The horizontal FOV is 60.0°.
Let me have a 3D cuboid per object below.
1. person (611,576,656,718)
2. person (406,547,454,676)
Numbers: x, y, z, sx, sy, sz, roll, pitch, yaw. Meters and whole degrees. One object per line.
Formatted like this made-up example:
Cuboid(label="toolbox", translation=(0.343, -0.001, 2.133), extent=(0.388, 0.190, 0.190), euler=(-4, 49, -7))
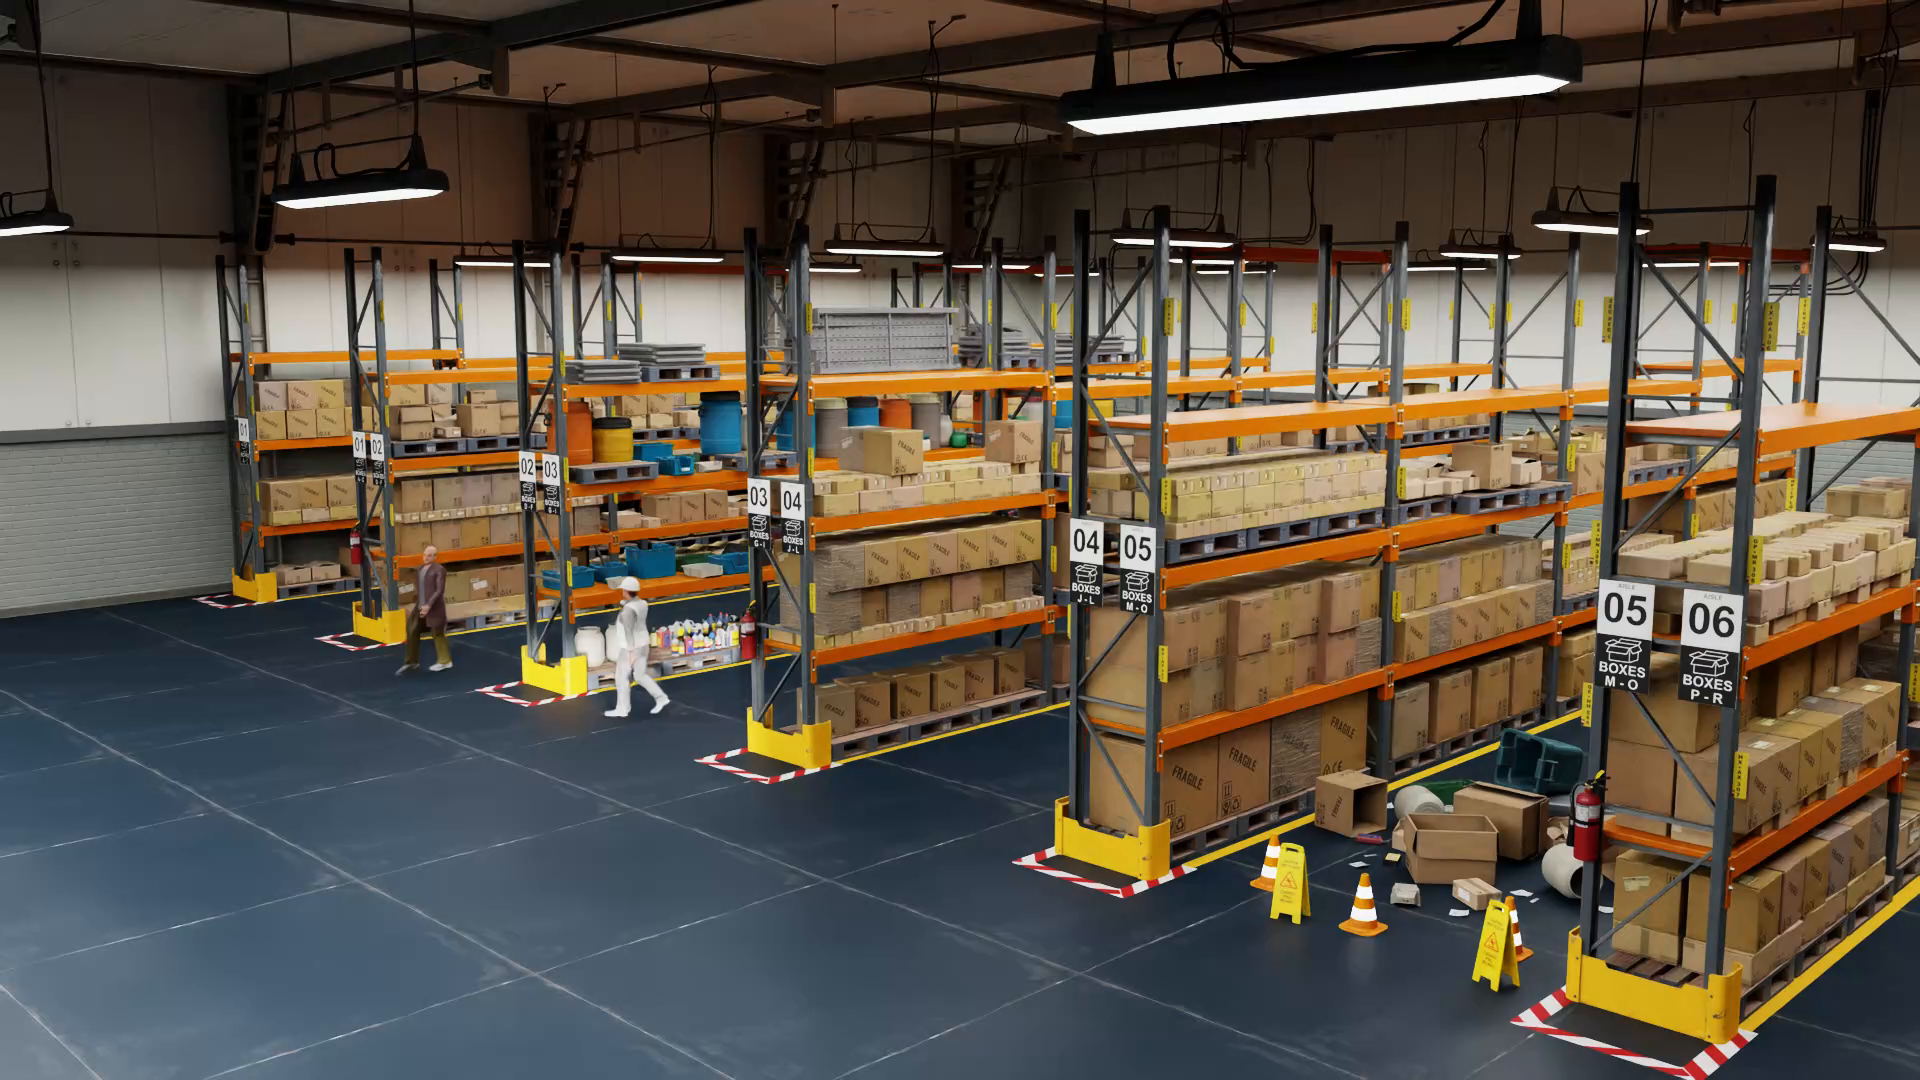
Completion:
Cuboid(label="person", translation=(-4.102, 1.355, 20.879), extent=(0.608, 1.831, 0.382), euler=(-6, 10, -36))
Cuboid(label="person", translation=(-7.450, 0.987, 23.350), extent=(0.635, 1.772, 0.644), euler=(-2, 8, -12))
